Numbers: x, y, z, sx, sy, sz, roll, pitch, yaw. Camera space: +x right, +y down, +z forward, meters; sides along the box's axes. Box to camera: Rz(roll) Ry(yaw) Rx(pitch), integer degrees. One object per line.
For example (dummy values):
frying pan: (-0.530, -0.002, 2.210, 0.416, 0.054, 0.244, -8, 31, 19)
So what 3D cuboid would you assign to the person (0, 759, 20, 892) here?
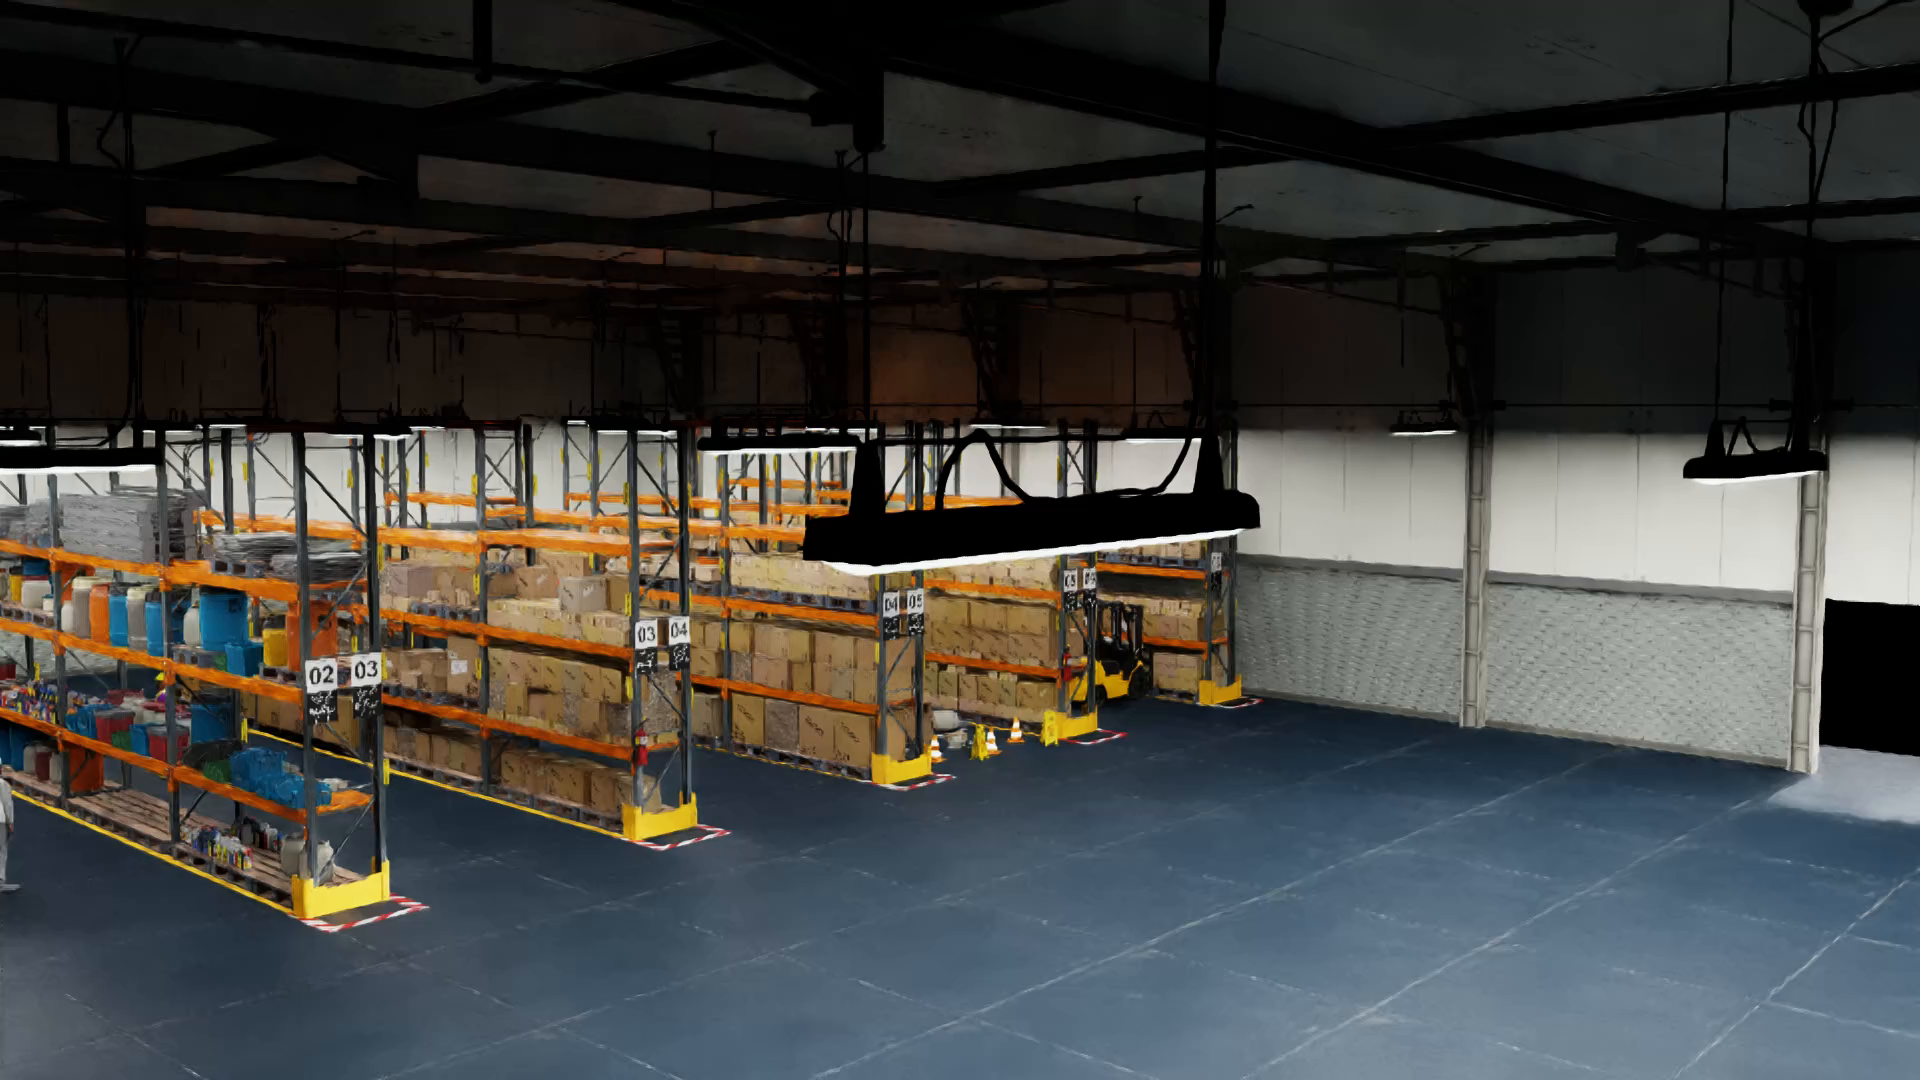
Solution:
person: (-12.541, 3.658, 21.651, 0.598, 1.782, 0.463, 1, 5, 14)

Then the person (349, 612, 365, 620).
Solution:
person: (-14.118, 2.320, 39.166, 0.571, 1.650, 0.534, 1, 5, 14)

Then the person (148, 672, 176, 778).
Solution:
person: (-13.563, 3.126, 28.254, 0.497, 1.765, 0.625, -1, 5, -17)
